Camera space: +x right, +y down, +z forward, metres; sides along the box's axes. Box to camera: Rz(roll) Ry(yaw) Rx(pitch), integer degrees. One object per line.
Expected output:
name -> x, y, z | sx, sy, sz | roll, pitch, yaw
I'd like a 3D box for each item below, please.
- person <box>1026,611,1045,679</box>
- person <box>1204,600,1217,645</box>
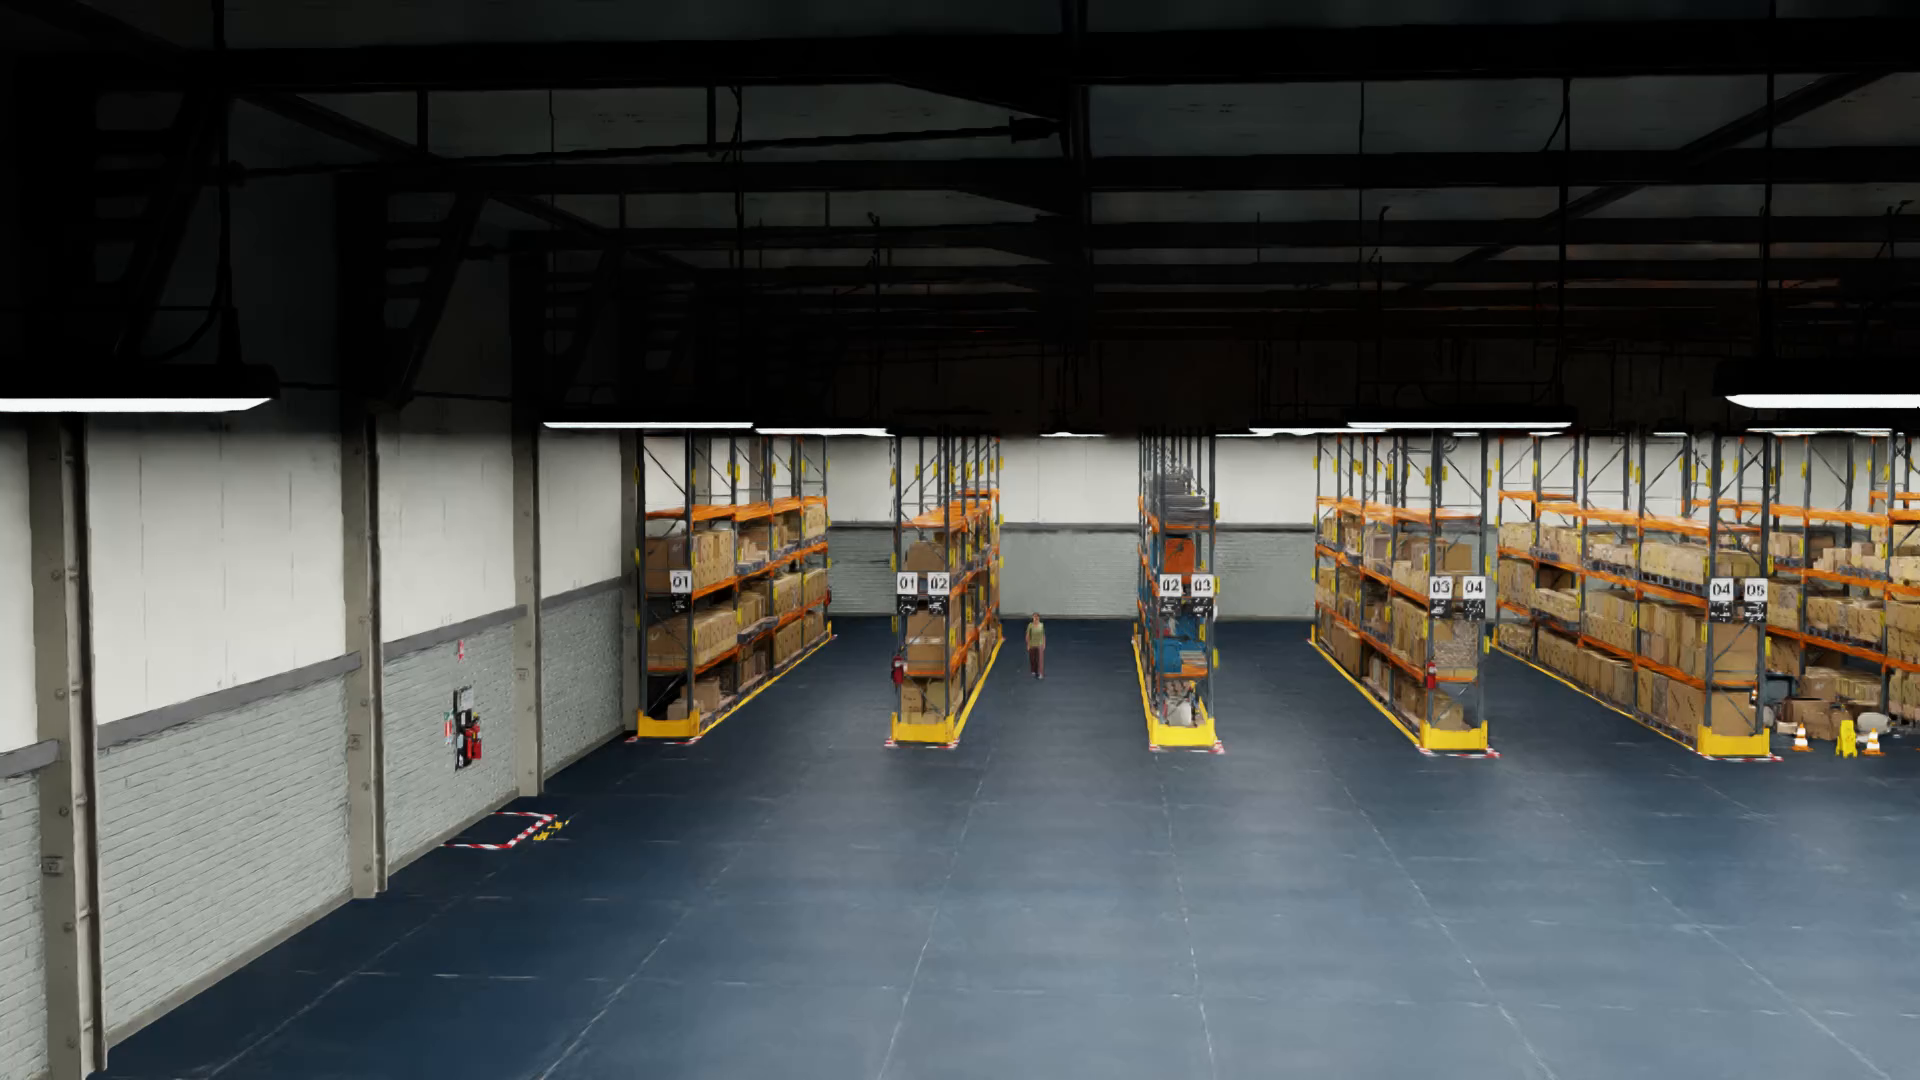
person -> 1.798, 2.492, 39.655 | 0.451, 1.586, 1.099 | 0, 3, 2
person -> 6.781, 2.124, 45.884 | 0.639, 1.632, 0.512 | 0, 3, 2
